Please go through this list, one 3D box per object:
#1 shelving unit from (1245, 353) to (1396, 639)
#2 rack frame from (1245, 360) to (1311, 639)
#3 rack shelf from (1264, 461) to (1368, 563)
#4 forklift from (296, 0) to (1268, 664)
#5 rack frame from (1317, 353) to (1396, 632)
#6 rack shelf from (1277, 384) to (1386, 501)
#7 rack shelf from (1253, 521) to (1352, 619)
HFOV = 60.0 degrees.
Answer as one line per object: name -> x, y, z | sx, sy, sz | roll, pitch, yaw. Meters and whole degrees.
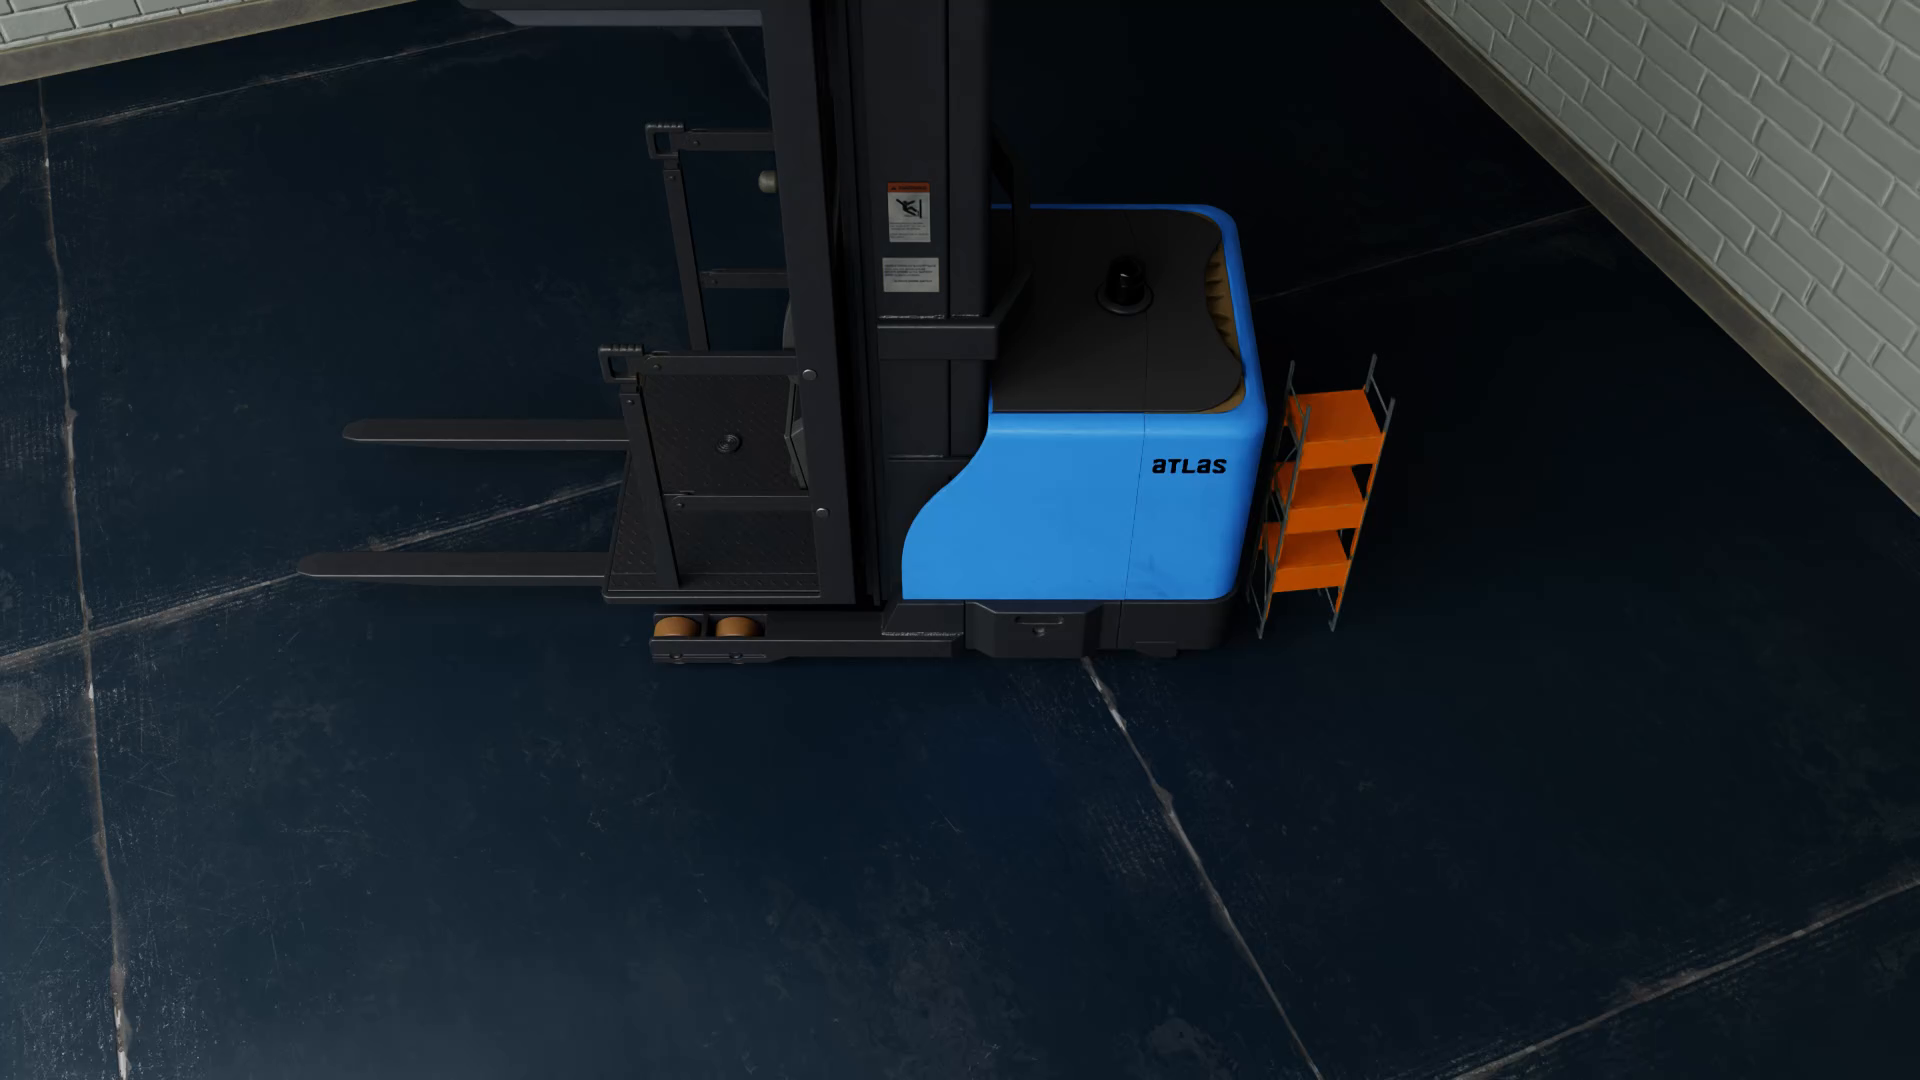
shelving unit -> 1.096, -0.108, 5.149 | 0.252, 1.050, 0.215 | -5, 49, -5
rack frame -> 0.975, -0.097, 5.139 | 0.008, 1.050, 0.200 | -5, 49, -5
rack shelf -> 1.096, -0.101, 5.156 | 0.240, 0.259, 0.215 | -5, 49, -5
forklift -> -0.630, -0.956, 4.639 | 3.031, 2.935, 1.130 | 0, 49, 0
rack frame -> 1.217, -0.120, 5.158 | 0.008, 1.050, 0.200 | -5, 49, -5
rack shelf -> 1.095, -0.289, 4.944 | 0.240, 0.259, 0.215 | -5, 49, -5
rack shelf -> 1.096, 0.083, 5.364 | 0.240, 0.259, 0.215 | -5, 49, -5
